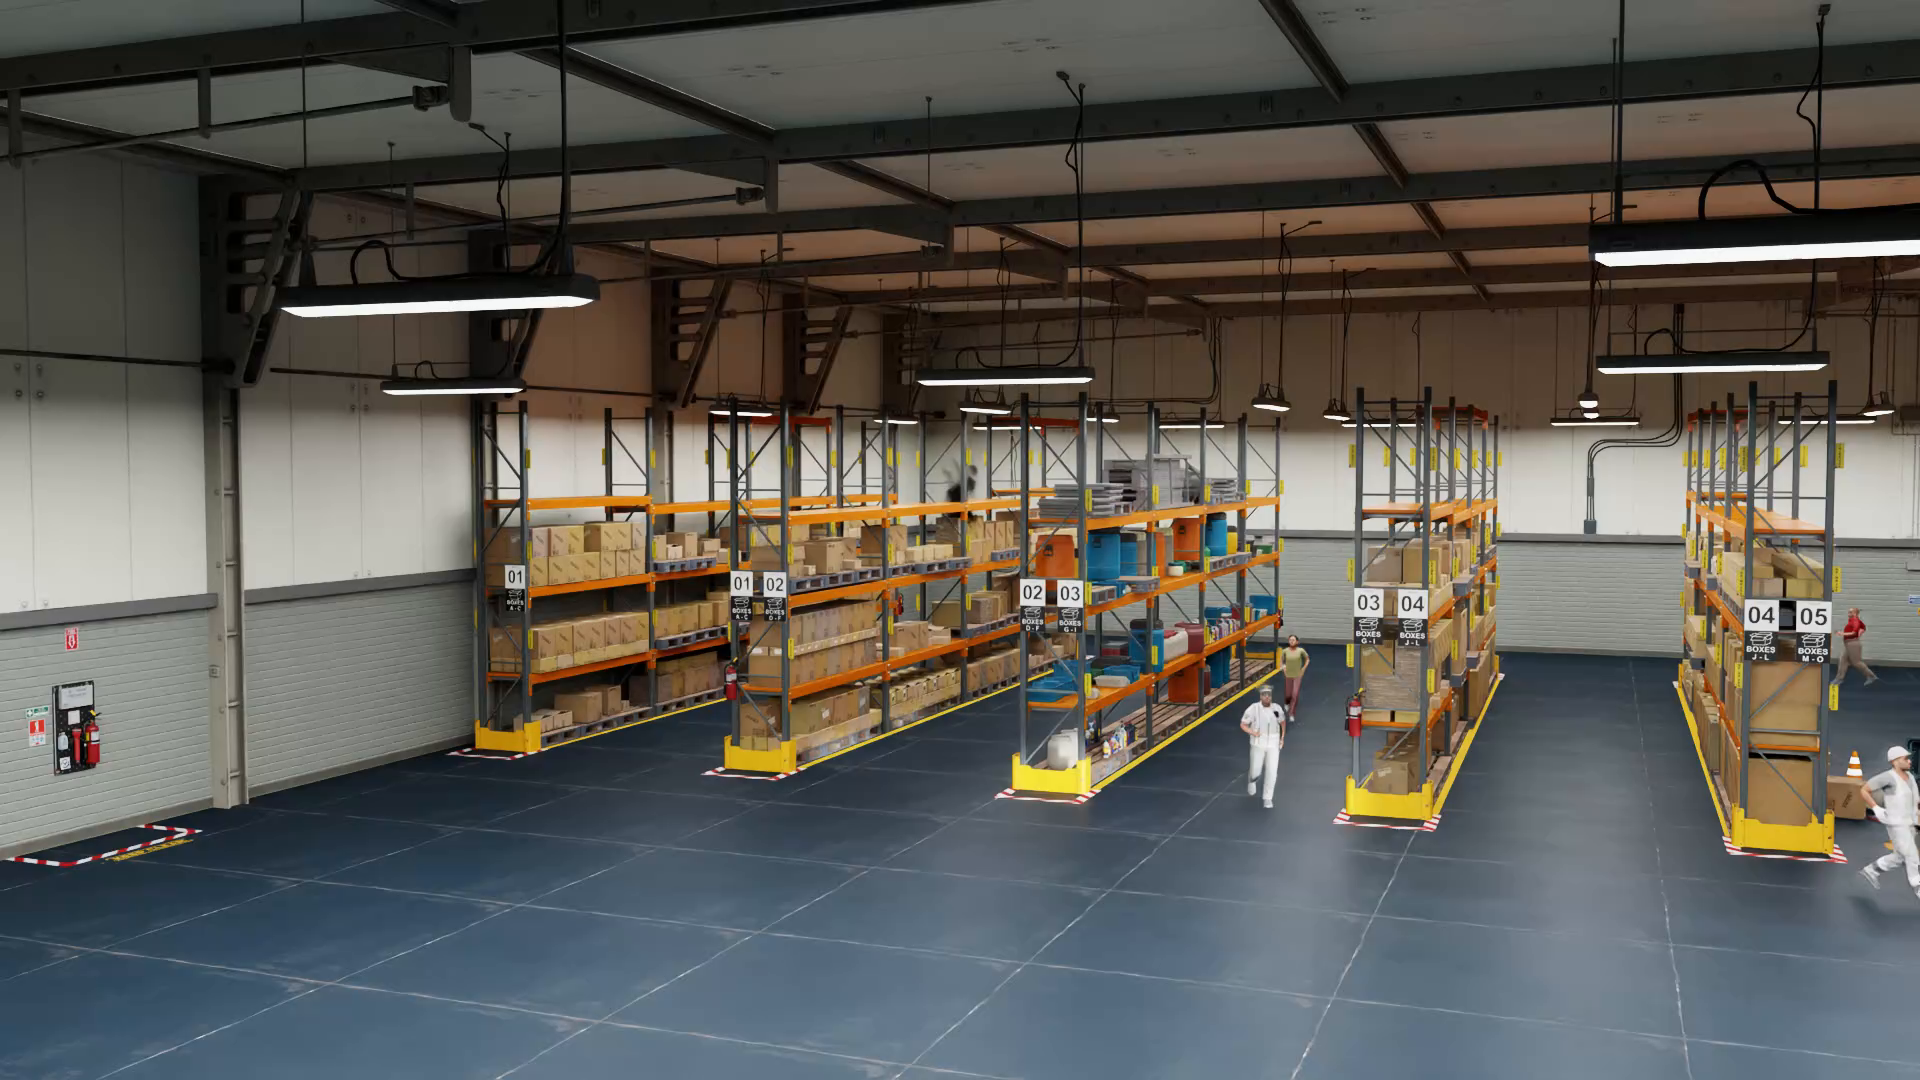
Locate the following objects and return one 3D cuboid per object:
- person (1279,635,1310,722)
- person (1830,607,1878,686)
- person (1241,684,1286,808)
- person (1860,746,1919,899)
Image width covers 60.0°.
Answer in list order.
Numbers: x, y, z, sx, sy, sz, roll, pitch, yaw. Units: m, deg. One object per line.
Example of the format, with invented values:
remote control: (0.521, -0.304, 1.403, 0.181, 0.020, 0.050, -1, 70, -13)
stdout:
person: (6.433, 2.645, 32.008, 0.583, 1.636, 0.722, 1, 3, 15)
person: (19.607, 2.342, 36.499, 0.961, 1.731, 0.666, 1, 3, 23)
person: (4.398, 2.949, 24.061, 0.694, 1.753, 0.798, 0, 3, -3)
person: (10.564, 3.181, 18.590, 0.683, 1.730, 1.091, -2, 3, -30)
